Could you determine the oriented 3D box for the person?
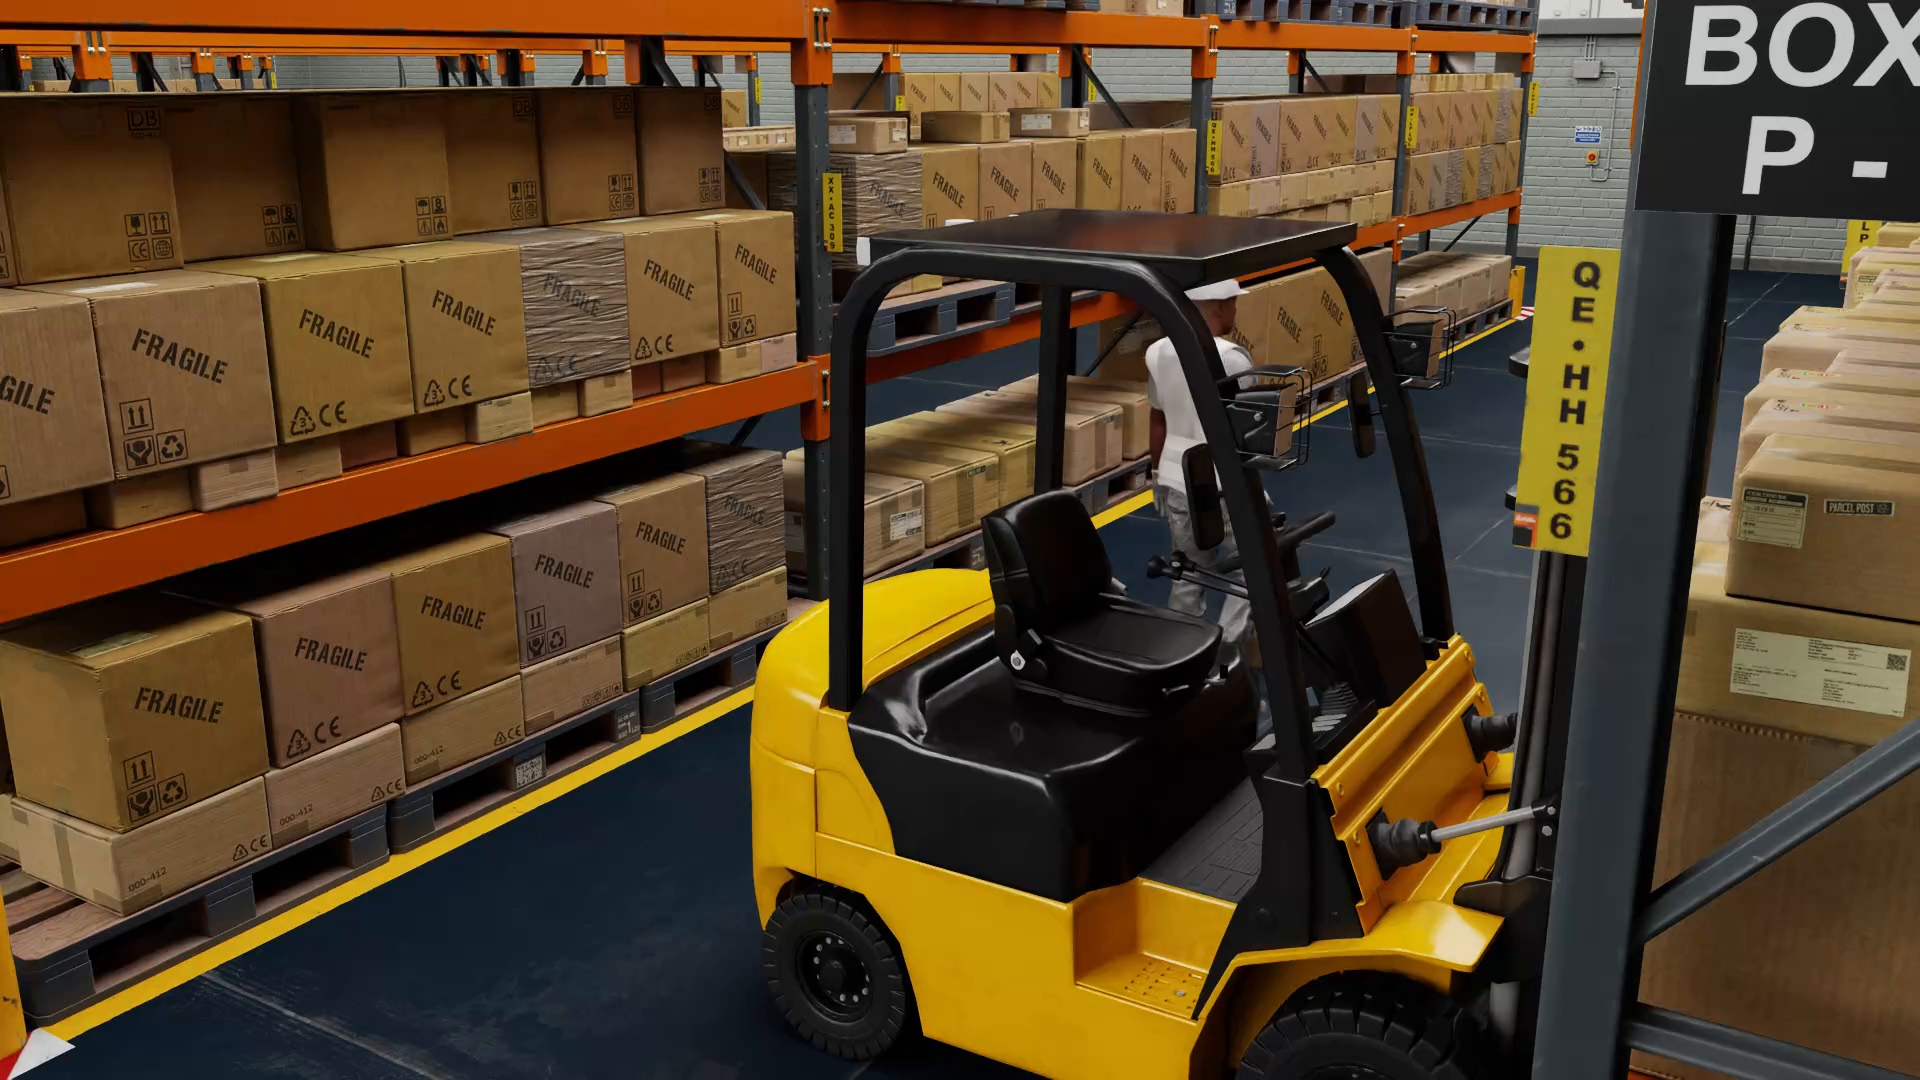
[{"bbox_3d":[1.023,-0.209,6.723,0.404,1.811,0.576,-10,19,-32],"label":"person"}]
